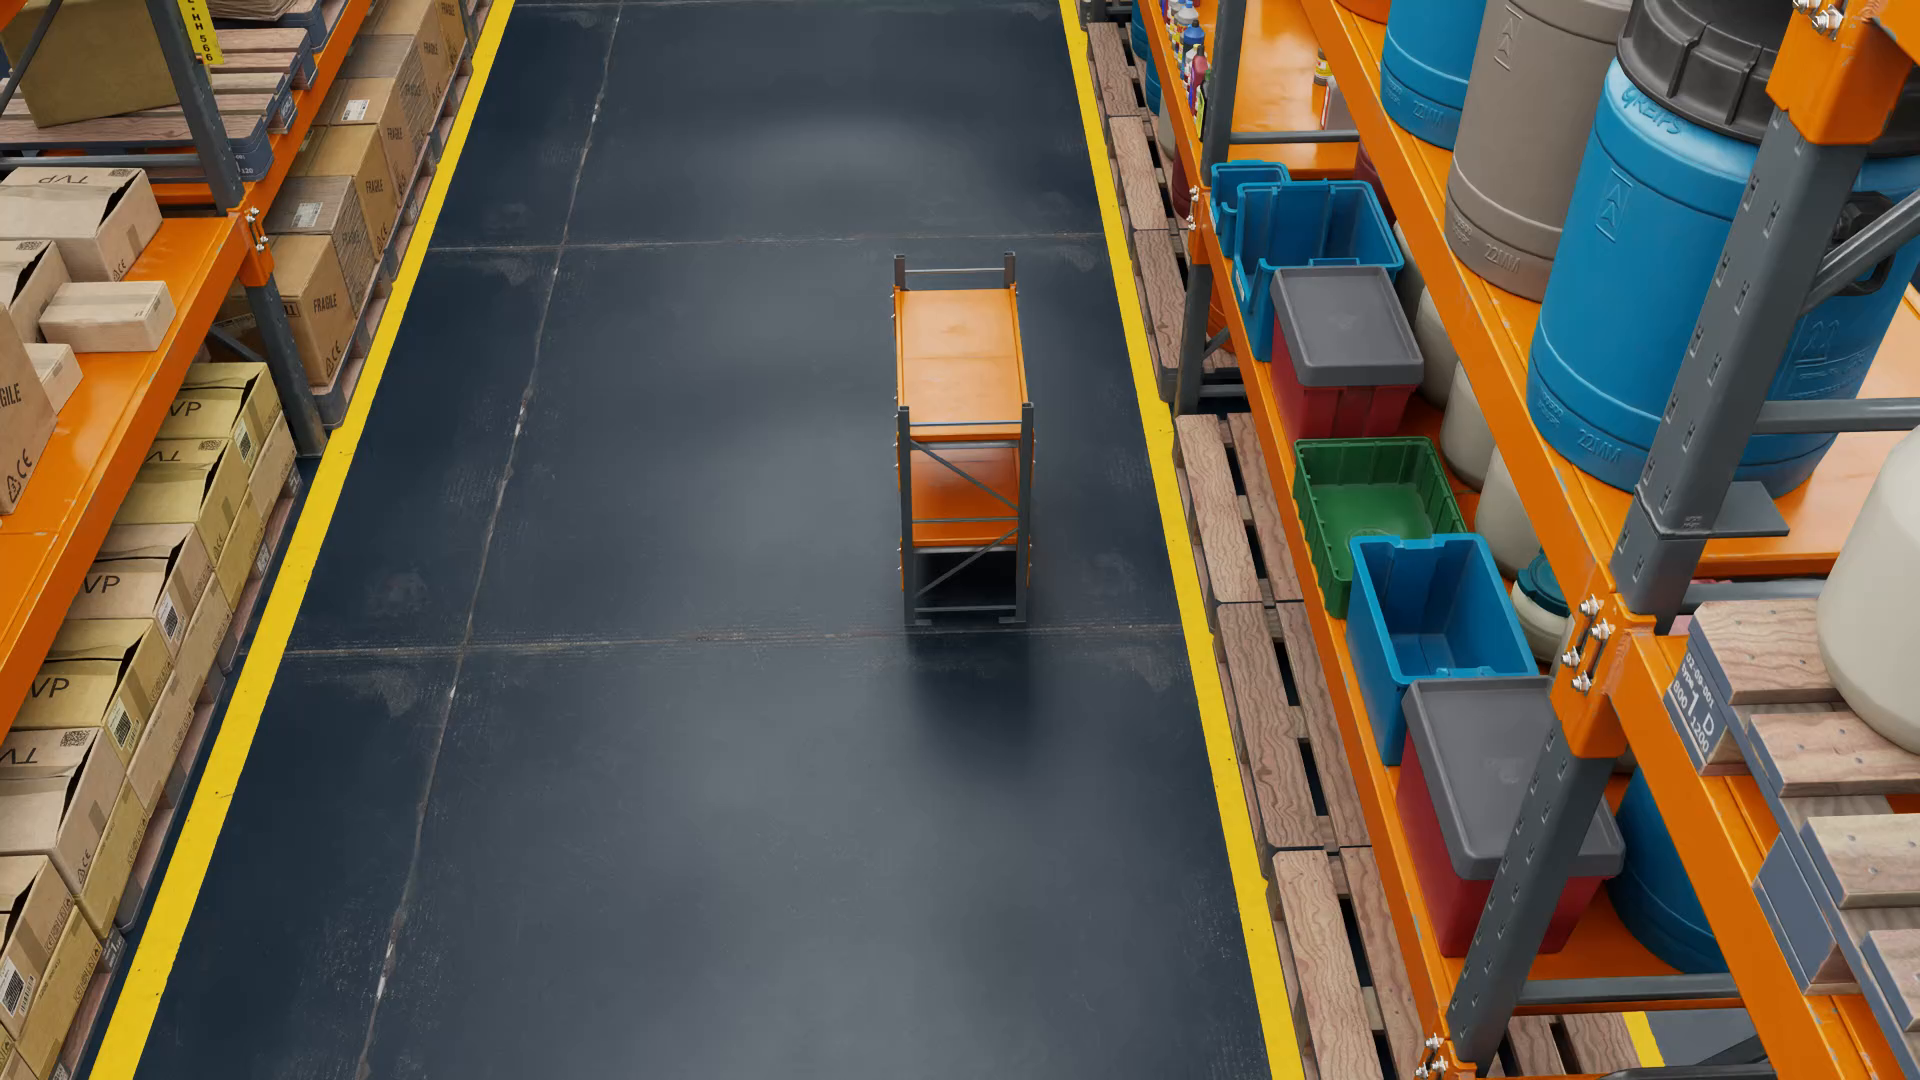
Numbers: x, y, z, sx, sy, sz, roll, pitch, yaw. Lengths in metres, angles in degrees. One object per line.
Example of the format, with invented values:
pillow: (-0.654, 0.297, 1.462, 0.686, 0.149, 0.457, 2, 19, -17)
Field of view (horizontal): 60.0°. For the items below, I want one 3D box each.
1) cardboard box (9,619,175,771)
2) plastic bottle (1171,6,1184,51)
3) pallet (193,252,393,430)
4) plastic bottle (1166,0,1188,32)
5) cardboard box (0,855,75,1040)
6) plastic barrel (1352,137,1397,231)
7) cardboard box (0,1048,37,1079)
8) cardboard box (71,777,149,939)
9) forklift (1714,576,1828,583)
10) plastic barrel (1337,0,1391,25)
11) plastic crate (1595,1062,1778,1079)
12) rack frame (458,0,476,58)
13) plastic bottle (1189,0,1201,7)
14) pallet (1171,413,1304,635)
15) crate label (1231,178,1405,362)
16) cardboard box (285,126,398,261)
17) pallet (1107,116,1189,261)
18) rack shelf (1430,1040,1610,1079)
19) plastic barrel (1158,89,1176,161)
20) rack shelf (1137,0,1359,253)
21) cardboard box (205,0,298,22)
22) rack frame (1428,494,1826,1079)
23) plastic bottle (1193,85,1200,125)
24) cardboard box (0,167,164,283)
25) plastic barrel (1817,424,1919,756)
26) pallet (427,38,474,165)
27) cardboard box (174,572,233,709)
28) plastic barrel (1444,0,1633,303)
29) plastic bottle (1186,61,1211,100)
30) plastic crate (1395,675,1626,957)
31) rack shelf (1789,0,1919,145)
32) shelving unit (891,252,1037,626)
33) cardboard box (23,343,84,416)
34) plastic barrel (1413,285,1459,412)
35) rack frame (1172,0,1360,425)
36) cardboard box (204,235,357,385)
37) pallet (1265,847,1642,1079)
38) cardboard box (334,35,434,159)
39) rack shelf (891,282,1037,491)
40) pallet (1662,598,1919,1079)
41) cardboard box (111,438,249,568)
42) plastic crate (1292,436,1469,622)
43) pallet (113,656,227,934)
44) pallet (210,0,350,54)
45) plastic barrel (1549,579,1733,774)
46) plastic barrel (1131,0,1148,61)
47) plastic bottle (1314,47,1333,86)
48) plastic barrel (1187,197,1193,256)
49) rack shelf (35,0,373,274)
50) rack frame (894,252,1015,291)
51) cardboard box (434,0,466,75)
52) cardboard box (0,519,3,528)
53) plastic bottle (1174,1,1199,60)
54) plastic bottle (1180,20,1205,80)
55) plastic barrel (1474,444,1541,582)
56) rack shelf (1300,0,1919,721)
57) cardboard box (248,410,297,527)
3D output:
cardboard box: (-3.107, 0.517, 5.775, 0.500, 0.311, 0.500, -1, 43, -1)
plastic bottle: (1.047, -2.402, 7.797, 0.097, 0.201, 0.097, 0, 43, 0)
pallet: (-3.436, -0.989, 8.172, 1.003, 0.211, 1.213, -2, 43, -2)
plastic bottle: (1.039, -2.533, 7.941, 0.097, 0.201, 0.097, 0, 43, 0)
cardboard box: (-3.057, 1.217, 5.012, 0.500, 0.311, 0.500, -2, 43, -2)
plastic barrel: (1.830, -1.397, 6.453, 0.600, 0.536, 0.708, -2, 43, -2)
cardboard box: (-3.041, 1.768, 4.825, 0.500, 0.250, 0.500, -3, 43, -3)
cardboard box: (-3.087, 1.073, 5.583, 0.500, 0.250, 0.500, -3, 43, -3)
forklift: (3.090, -1.726, 6.964, 1.130, 2.935, 3.031, -1, 43, -2)
plastic barrel: (1.353, -1.913, 4.579, 0.600, 0.830, 0.708, -2, 43, -2)
plastic crate: (1.572, 1.429, 3.517, 0.767, 0.338, 0.504, -2, 43, -2)
rack frame: (-3.612, -4.212, 9.625, 1.000, 3.000, 0.127, -2, 43, -2)
plastic bottle: (1.152, -2.770, 8.138, 0.061, 0.283, 0.133, -2, 43, -2)
pallet: (1.501, -0.099, 7.202, 1.003, 0.211, 1.213, -2, 43, -2)
crate label: (1.279, -0.986, 6.079, 0.502, 0.435, 0.616, -2, 43, -2)
cardboard box: (-3.220, -1.760, 8.474, 0.500, 0.500, 0.500, -2, 43, -2)
pallet: (1.383, -1.976, 9.249, 1.003, 0.211, 1.213, -2, 43, -2)
rack shelf: (1.762, 2.665, 2.656, 1.077, 0.370, 4.000, -2, 43, -2)
plastic barrel: (1.308, -2.360, 9.135, 0.421, 0.512, 0.421, 0, 43, 0)
rack shelf: (1.422, -2.736, 8.548, 1.077, 0.370, 4.000, -2, 43, -2)
cardboard box: (-3.429, -2.748, 7.643, 0.700, 0.500, 0.500, 6, 43, 6)
rack frame: (1.677, 1.049, 3.885, 1.000, 3.000, 0.127, -2, 43, -2)
plastic bottle: (1.077, -1.917, 7.269, 0.097, 0.201, 0.097, 0, 43, 0)
cardboard box: (-3.470, -1.232, 6.440, 0.500, 0.311, 0.500, 1, 43, 1)
plastic barrel: (1.499, 0.044, 2.369, 0.421, 0.512, 0.421, 0, 43, 0)
pallet: (-3.539, -2.636, 9.970, 1.003, 0.211, 1.213, -2, 43, -2)
cardboard box: (-3.132, 0.383, 6.336, 0.500, 0.250, 0.500, -1, 43, -1)
plastic barrel: (1.411, -1.020, 3.552, 0.600, 0.901, 0.600, 0, 43, 0)
plastic bottle: (1.067, -2.073, 7.439, 0.097, 0.201, 0.097, 0, 43, 0)
plastic crate: (1.351, 0.708, 4.211, 0.402, 0.464, 0.583, -2, 43, -2)
rack shelf: (1.762, 0.601, 0.764, 1.077, 0.370, 4.000, -2, 43, -2)
shelving unit: (0.000, -0.419, 6.875, 0.538, 1.125, 1.048, -2, 43, -2)
cardboard box: (-3.331, -0.560, 5.827, 0.380, 0.149, 0.250, 1, 43, 1)
plastic barrel: (1.782, -0.720, 5.732, 0.421, 0.512, 0.421, 0, 43, 0)
rack frame: (1.507, -1.651, 6.831, 1.000, 3.000, 0.127, -2, 43, -2)
cardboard box: (-3.176, -1.068, 7.719, 0.500, 0.500, 0.500, 0, 43, 0)
pallet: (1.605, 1.548, 5.405, 1.003, 0.211, 1.213, -2, 43, -2)
cardboard box: (-3.271, -2.455, 9.233, 0.500, 0.500, 0.500, -1, 43, -1)
rack shelf: (0.000, -0.635, 6.677, 0.538, 0.278, 1.000, -2, 43, -2)
pallet: (1.805, 0.497, 2.407, 1.213, 0.211, 1.003, -2, 43, -2)
cardboard box: (-3.145, -0.162, 6.516, 0.500, 0.311, 0.500, -2, 43, -2)
plastic crate: (1.321, -0.040, 5.231, 0.450, 0.188, 0.662, -2, 43, -2)
pallet: (-3.397, 0.895, 6.117, 1.003, 0.211, 1.213, -2, 43, -2)
pallet: (-3.529, -2.754, 8.176, 1.003, 0.211, 1.213, -2, 43, -2)
plastic barrel: (1.856, 0.347, 4.551, 0.433, 0.535, 0.433, 0, 43, 0)
plastic barrel: (1.344, -3.365, 9.943, 0.600, 0.901, 0.708, -2, 43, -2)
plastic bottle: (1.668, -2.176, 7.551, 0.097, 0.201, 0.097, 0, 43, 0)
plastic barrel: (1.356, -1.597, 8.303, 0.421, 0.512, 0.421, 0, 43, 0)
rack shelf: (-3.527, -2.597, 8.395, 1.077, 0.370, 4.000, -2, 43, -2)
rack frame: (-0.022, -0.762, 7.249, 0.500, 1.125, 0.032, -2, 43, -2)
cardboard box: (-3.304, -3.128, 9.967, 0.500, 0.500, 0.500, -2, 43, -2)
cardboard box: (-3.332, -0.061, 5.022, 0.500, 0.500, 0.500, -2, 43, -2)
plastic bottle: (1.051, -2.362, 7.702, 0.097, 0.271, 0.097, 0, 43, 0)
plastic bottle: (1.059, -2.230, 7.558, 0.097, 0.271, 0.097, 0, 43, 0)
plastic barrel: (1.825, -0.148, 5.091, 0.433, 0.535, 0.433, 0, 43, 0)
rack shelf: (1.592, -1.142, 4.588, 1.077, 0.370, 4.000, -2, 43, -2)
cardboard box: (-3.176, -0.305, 7.086, 0.500, 0.250, 0.500, -1, 43, -1)
